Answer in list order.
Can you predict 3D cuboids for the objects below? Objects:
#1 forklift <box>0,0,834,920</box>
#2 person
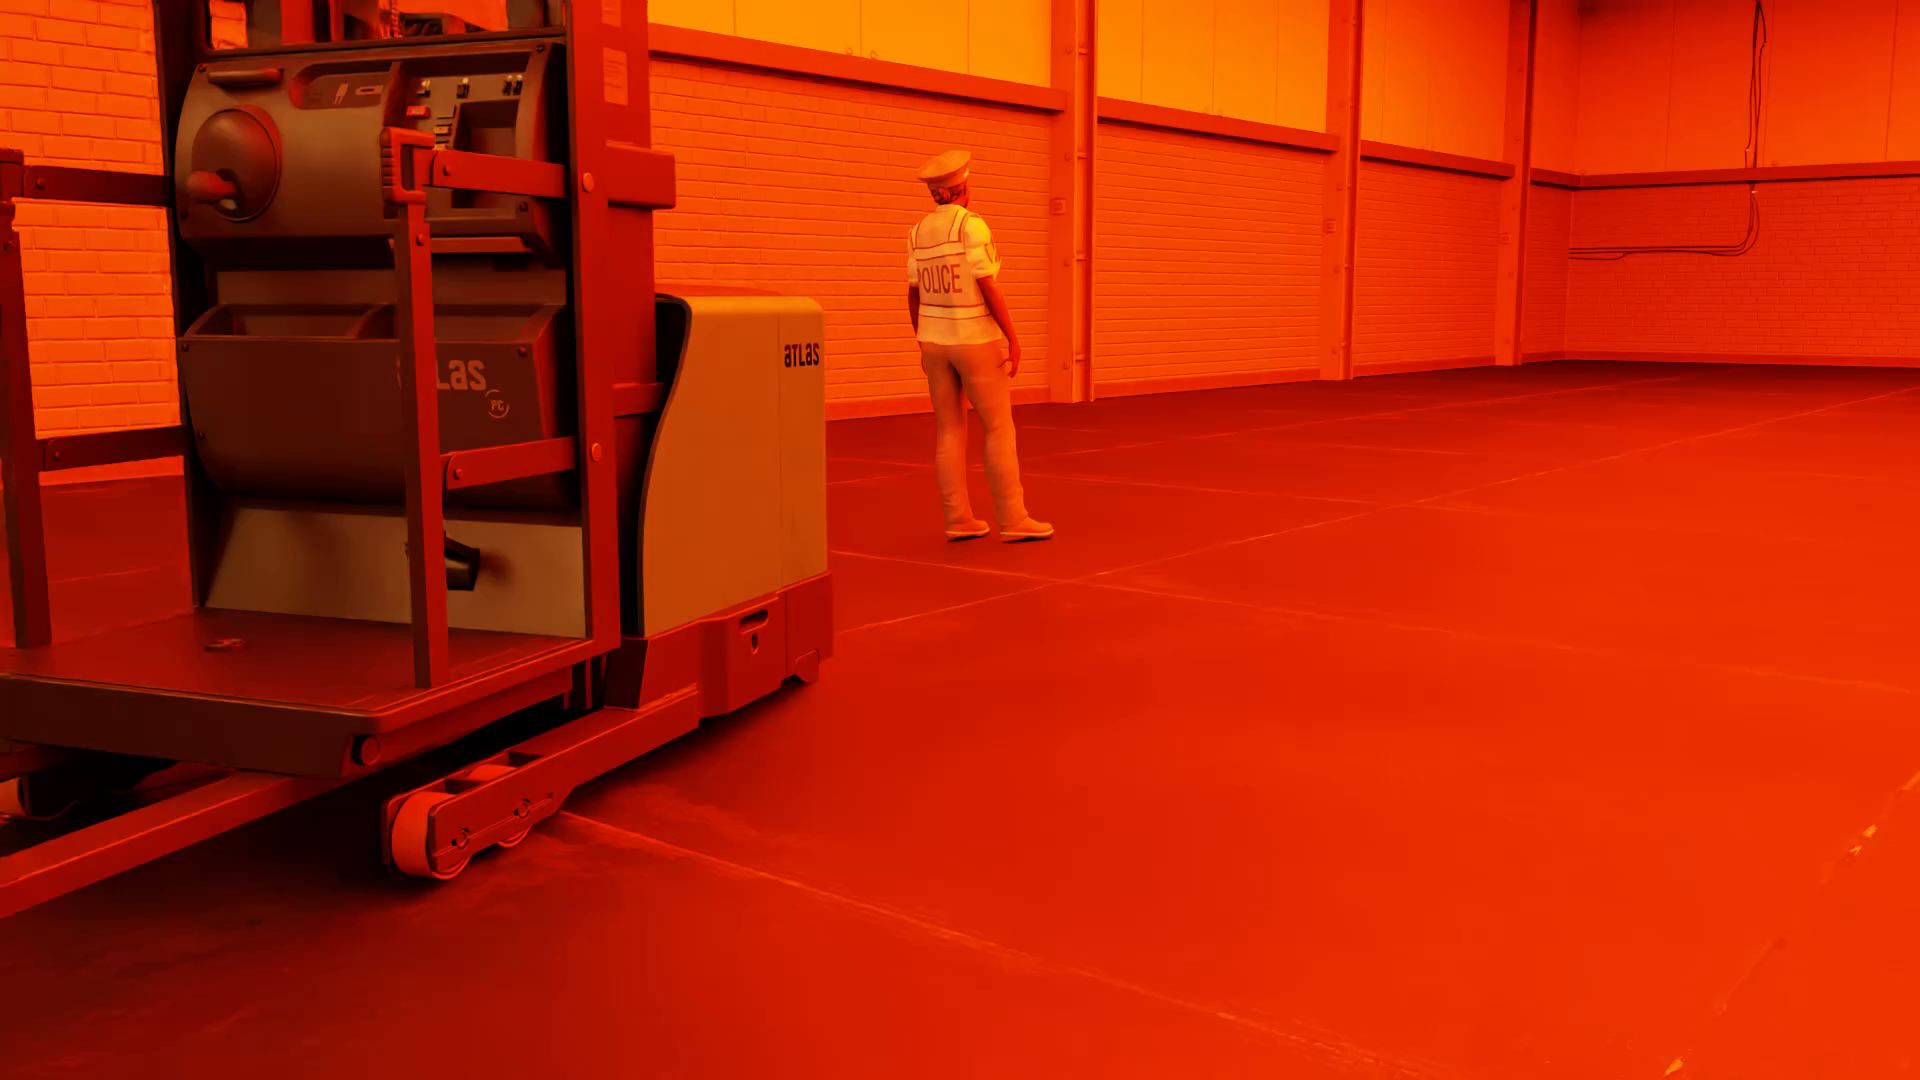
[{"bbox_3d":[-1.347,-0.885,3.331,1.130,2.935,3.031,3,9,20],"label":"forklift"},{"bbox_3d":[0.063,-0.851,7.327,0.569,1.693,0.528,7,11,38],"label":"person"}]
